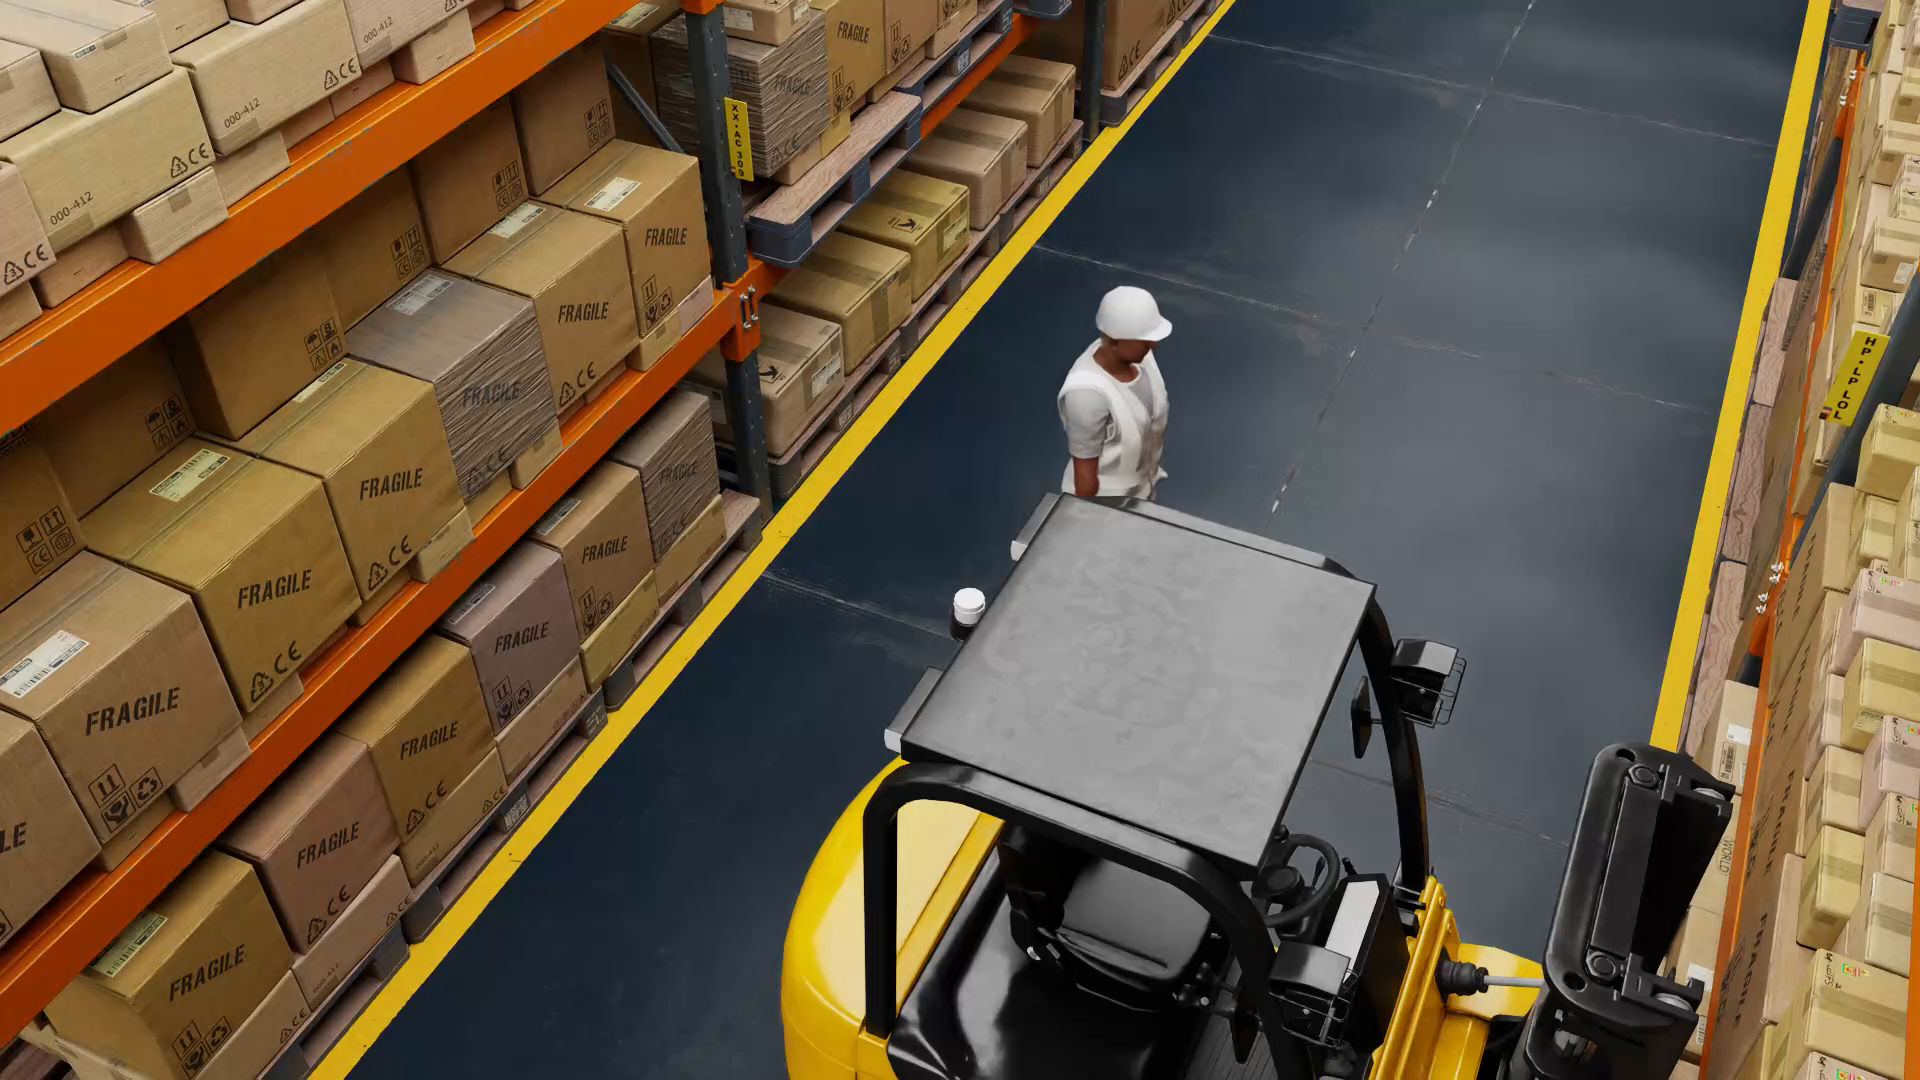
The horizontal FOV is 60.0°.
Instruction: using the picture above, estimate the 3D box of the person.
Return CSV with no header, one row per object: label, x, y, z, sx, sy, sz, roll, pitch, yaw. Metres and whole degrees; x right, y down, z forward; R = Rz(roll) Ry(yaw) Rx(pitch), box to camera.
person,0.583,-0.204,6.381,0.359,1.778,0.548,18,45,19
